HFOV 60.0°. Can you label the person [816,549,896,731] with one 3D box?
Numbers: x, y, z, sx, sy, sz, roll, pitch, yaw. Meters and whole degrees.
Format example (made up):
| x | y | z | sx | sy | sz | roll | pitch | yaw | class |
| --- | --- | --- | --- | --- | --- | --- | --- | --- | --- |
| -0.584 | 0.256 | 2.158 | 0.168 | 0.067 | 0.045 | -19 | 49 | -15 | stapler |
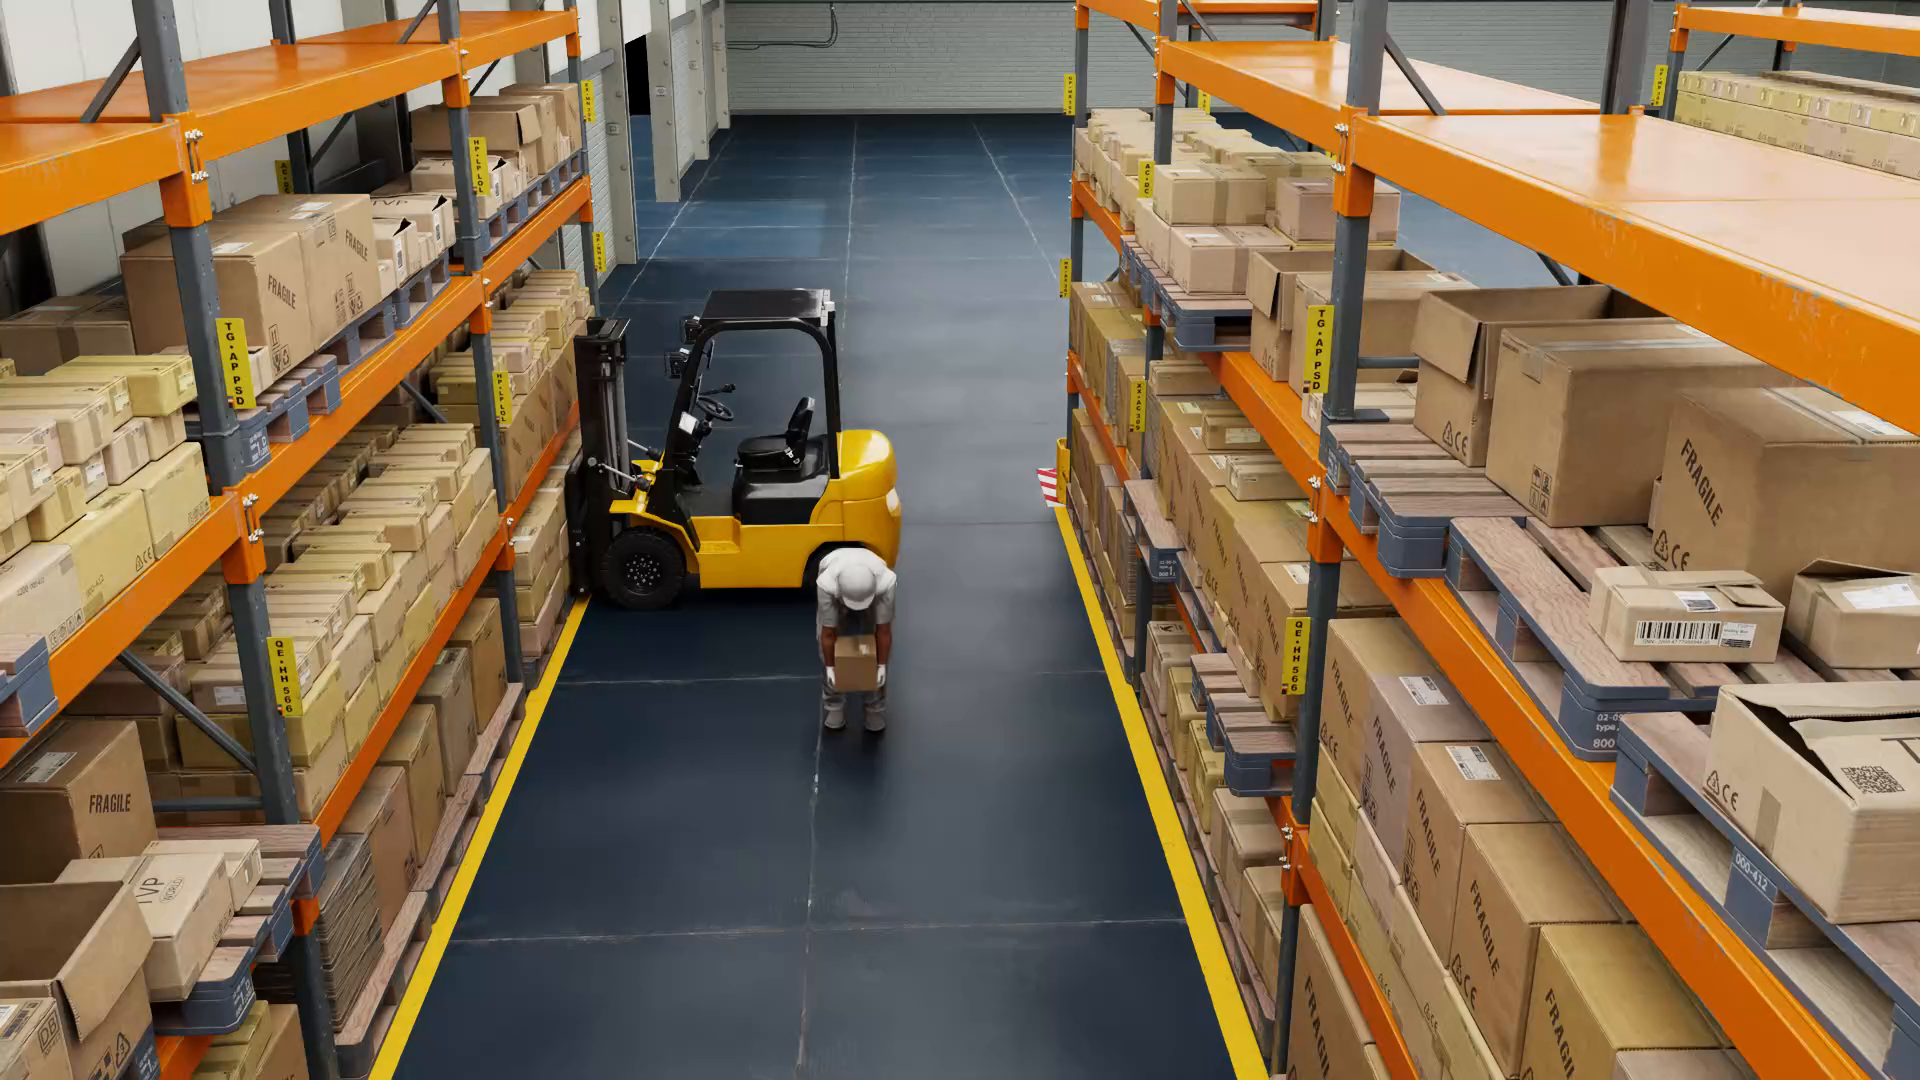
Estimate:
| x | y | z | sx | sy | sz | roll | pitch | yaw | class |
| --- | --- | --- | --- | --- | --- | --- | --- | --- | --- |
| -0.631 | 0.613 | 10.104 | 0.490 | 1.280 | 0.953 | -2 | 20 | -5 | person |
